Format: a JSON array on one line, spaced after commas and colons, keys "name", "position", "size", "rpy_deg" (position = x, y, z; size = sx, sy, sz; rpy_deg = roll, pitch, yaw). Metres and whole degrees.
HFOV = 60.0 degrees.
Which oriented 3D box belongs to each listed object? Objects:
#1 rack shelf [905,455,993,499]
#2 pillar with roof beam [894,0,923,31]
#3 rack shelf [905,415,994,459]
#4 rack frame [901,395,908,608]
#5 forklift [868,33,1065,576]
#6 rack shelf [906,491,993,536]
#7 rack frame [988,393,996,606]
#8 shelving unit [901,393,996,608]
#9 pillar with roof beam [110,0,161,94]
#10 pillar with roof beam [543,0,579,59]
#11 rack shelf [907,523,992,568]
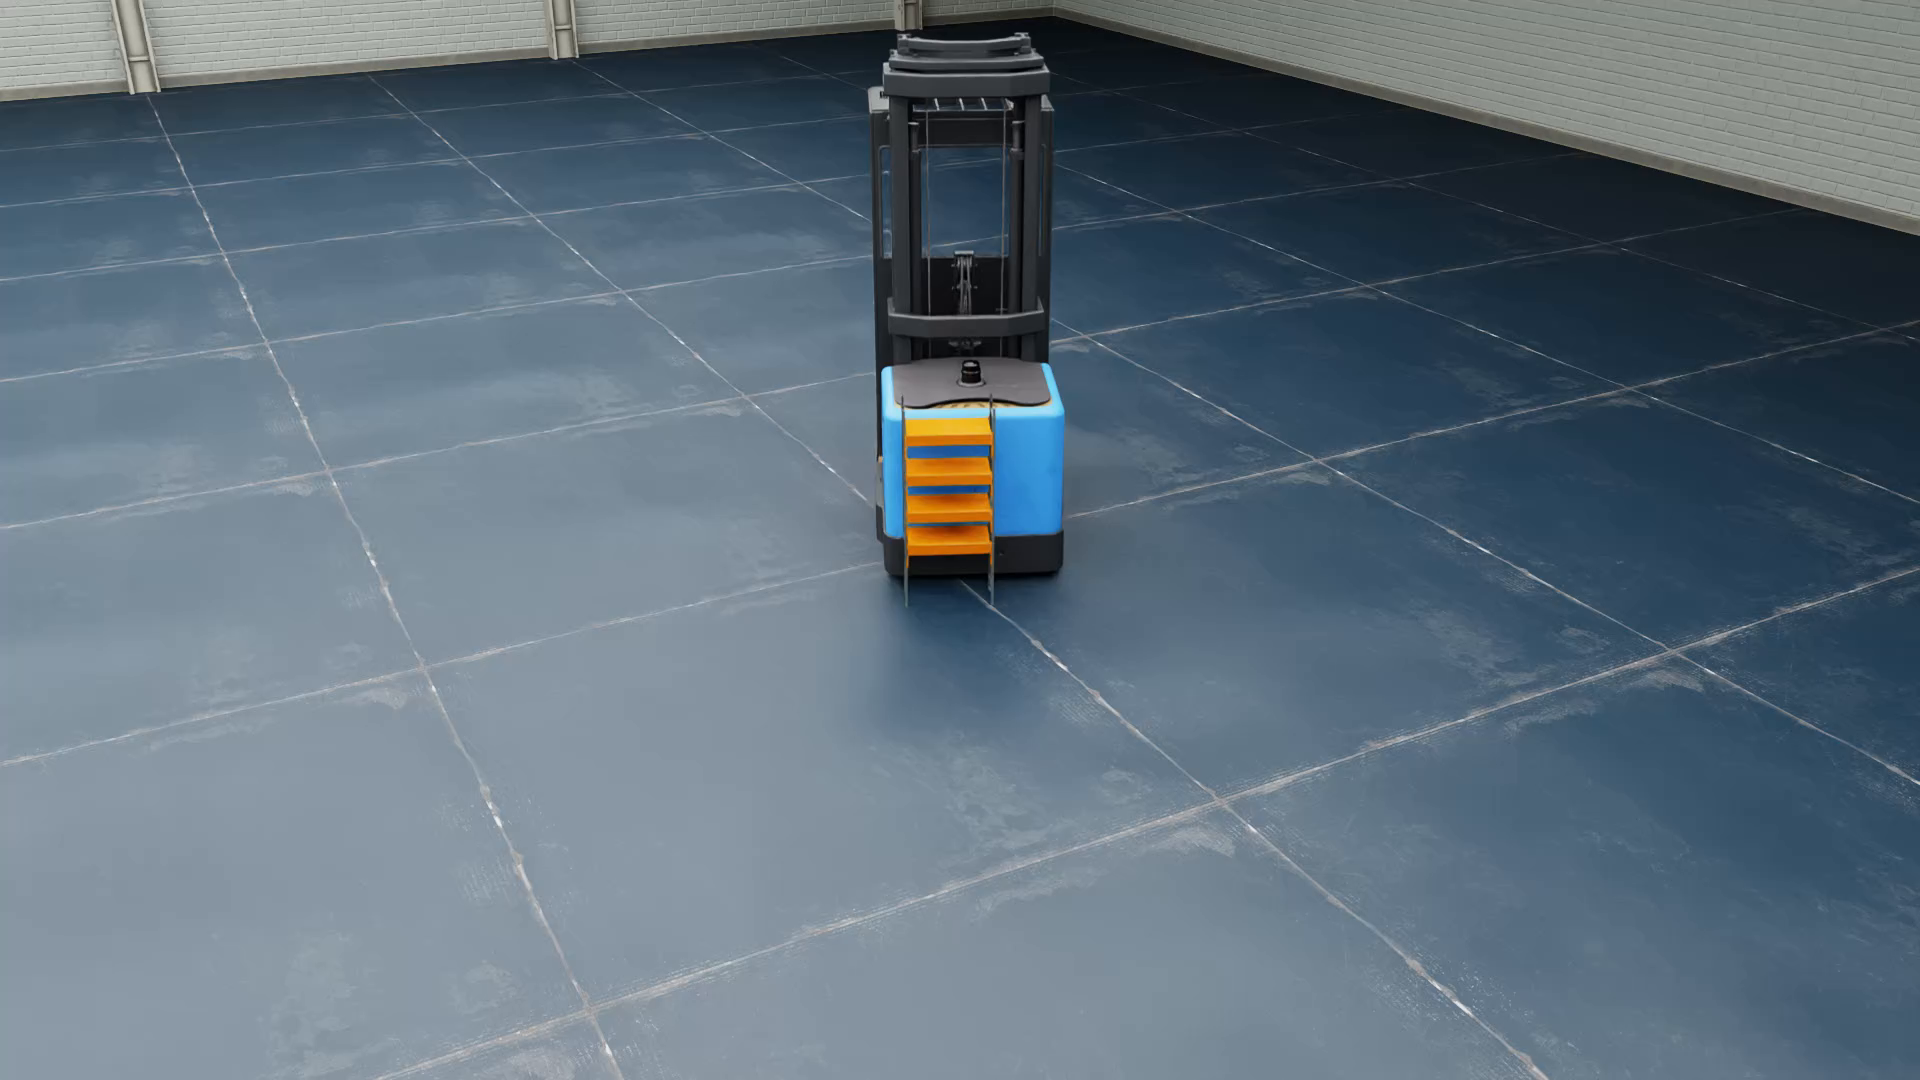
[{"name": "rack shelf", "position": [-0.066, -0.352, 9.234], "size": [0.480, 0.148, 0.258], "rpy_deg": [-2, 26, -3]}, {"name": "pillar with roof beam", "position": [1.142, -11.175, 23.128], "size": [0.400, 9.000, 9.100], "rpy_deg": [-13, 29, -25]}, {"name": "rack shelf", "position": [-0.066, -0.565, 9.132], "size": [0.480, 0.148, 0.258], "rpy_deg": [-2, 26, -3]}, {"name": "rack frame", "position": [-0.309, -0.204, 9.288], "size": [0.015, 1.200, 0.240], "rpy_deg": [-2, 26, -3]}, {"name": "forklift", "position": [-0.005, -1.714, 10.433], "size": [1.130, 2.935, 3.031], "rpy_deg": [-2, 26, -3]}, {"name": "rack shelf", "position": [-0.066, -0.150, 9.331], "size": [0.480, 0.148, 0.258], "rpy_deg": [-2, 26, -3]}, {"name": "rack frame", "position": [0.178, -0.217, 9.316], "size": [0.015, 1.200, 0.240], "rpy_deg": [-2, 26, -3]}, {"name": "shelving unit", "position": [-0.066, -0.211, 9.302], "size": [0.503, 1.200, 0.258], "rpy_deg": [-2, 26, -3]}, {"name": "pillar with roof beam", "position": [-9.447, -8.731, 18.037], "size": [0.400, 9.000, 9.100], "rpy_deg": [-13, 29, -25]}, {"name": "pillar with roof beam", "position": [-4.153, -9.953, 20.583], "size": [0.400, 9.000, 9.100], "rpy_deg": [-13, 29, -25]}, {"name": "rack shelf", "position": [-0.066, 0.029, 9.417], "size": [0.480, 0.148, 0.258], "rpy_deg": [-2, 26, -3]}]
